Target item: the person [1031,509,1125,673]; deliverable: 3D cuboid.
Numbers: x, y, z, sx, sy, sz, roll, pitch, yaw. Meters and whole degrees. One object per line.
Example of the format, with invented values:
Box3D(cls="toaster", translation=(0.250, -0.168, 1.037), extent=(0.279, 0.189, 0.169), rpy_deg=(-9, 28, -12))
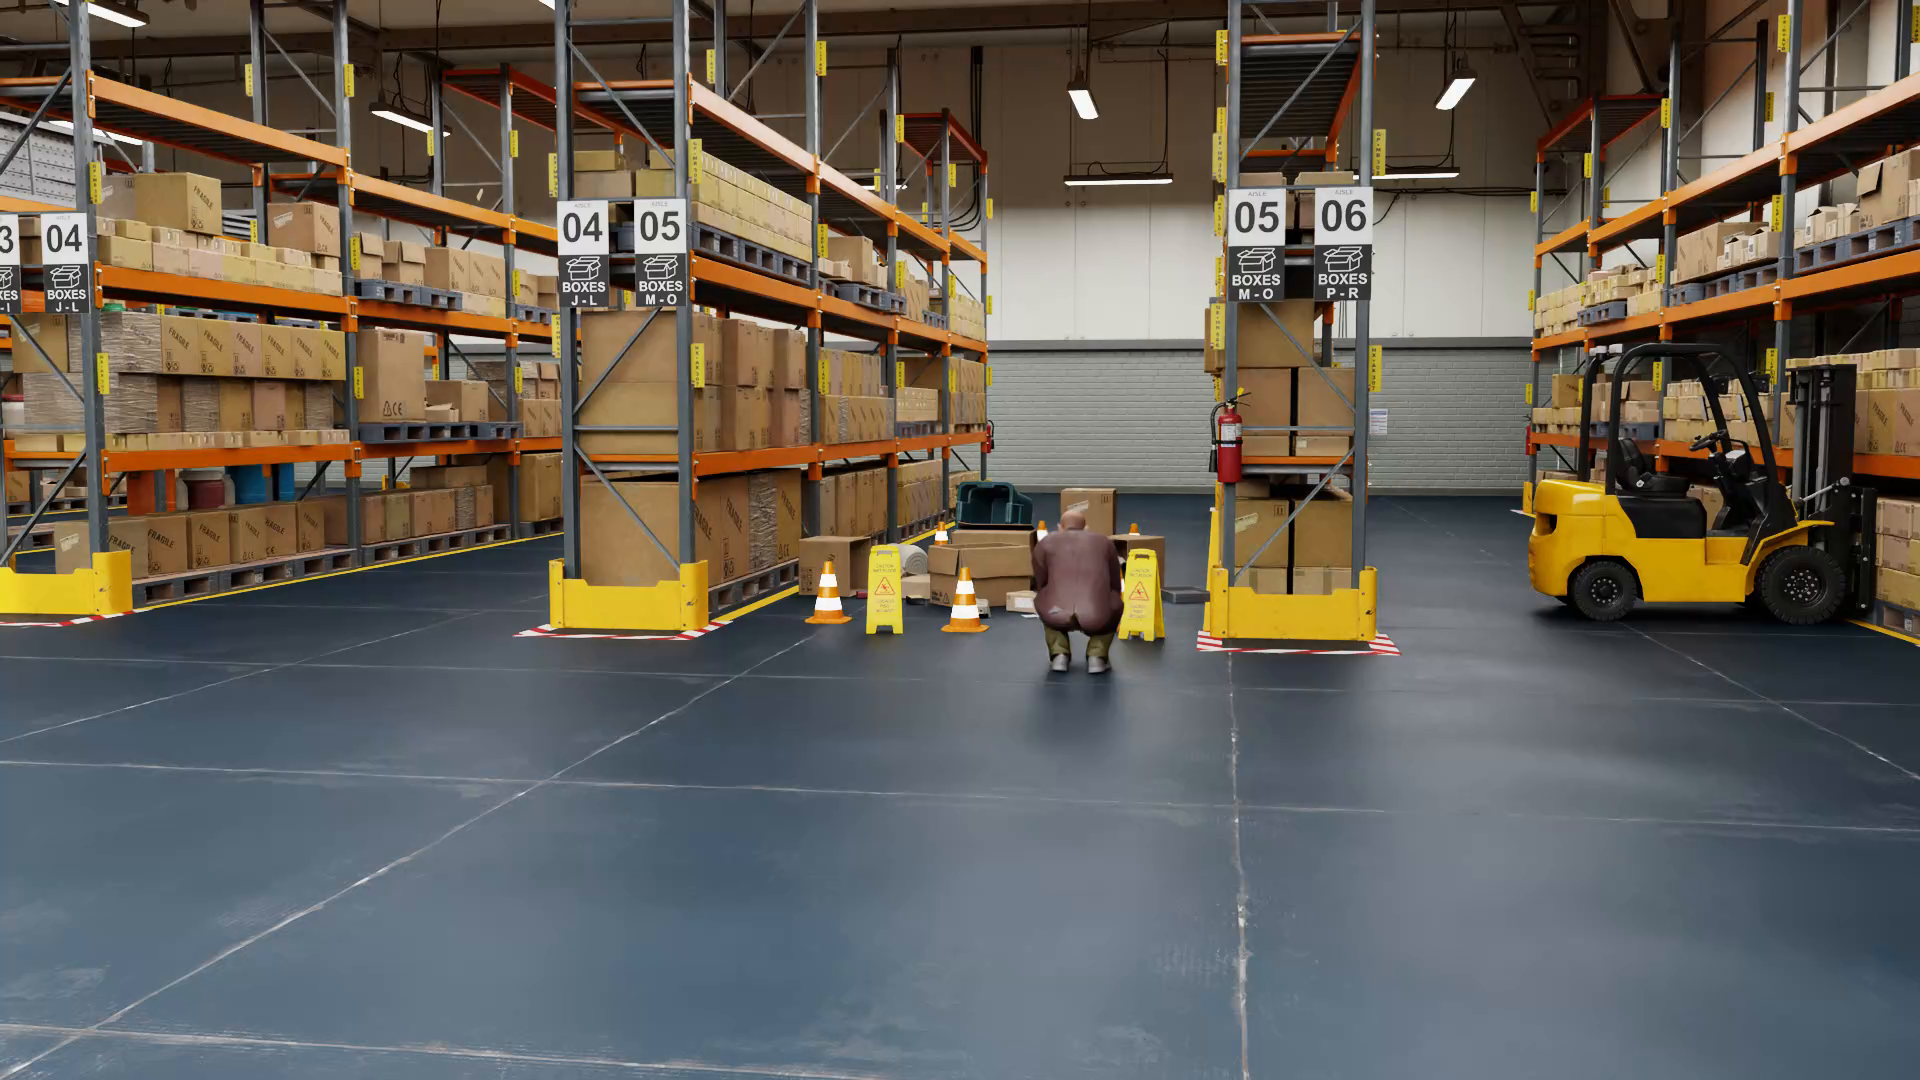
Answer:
Box3D(cls="person", translation=(0.751, 0.316, 10.610), extent=(0.605, 0.997, 0.902), rpy_deg=(1, 4, 9))
